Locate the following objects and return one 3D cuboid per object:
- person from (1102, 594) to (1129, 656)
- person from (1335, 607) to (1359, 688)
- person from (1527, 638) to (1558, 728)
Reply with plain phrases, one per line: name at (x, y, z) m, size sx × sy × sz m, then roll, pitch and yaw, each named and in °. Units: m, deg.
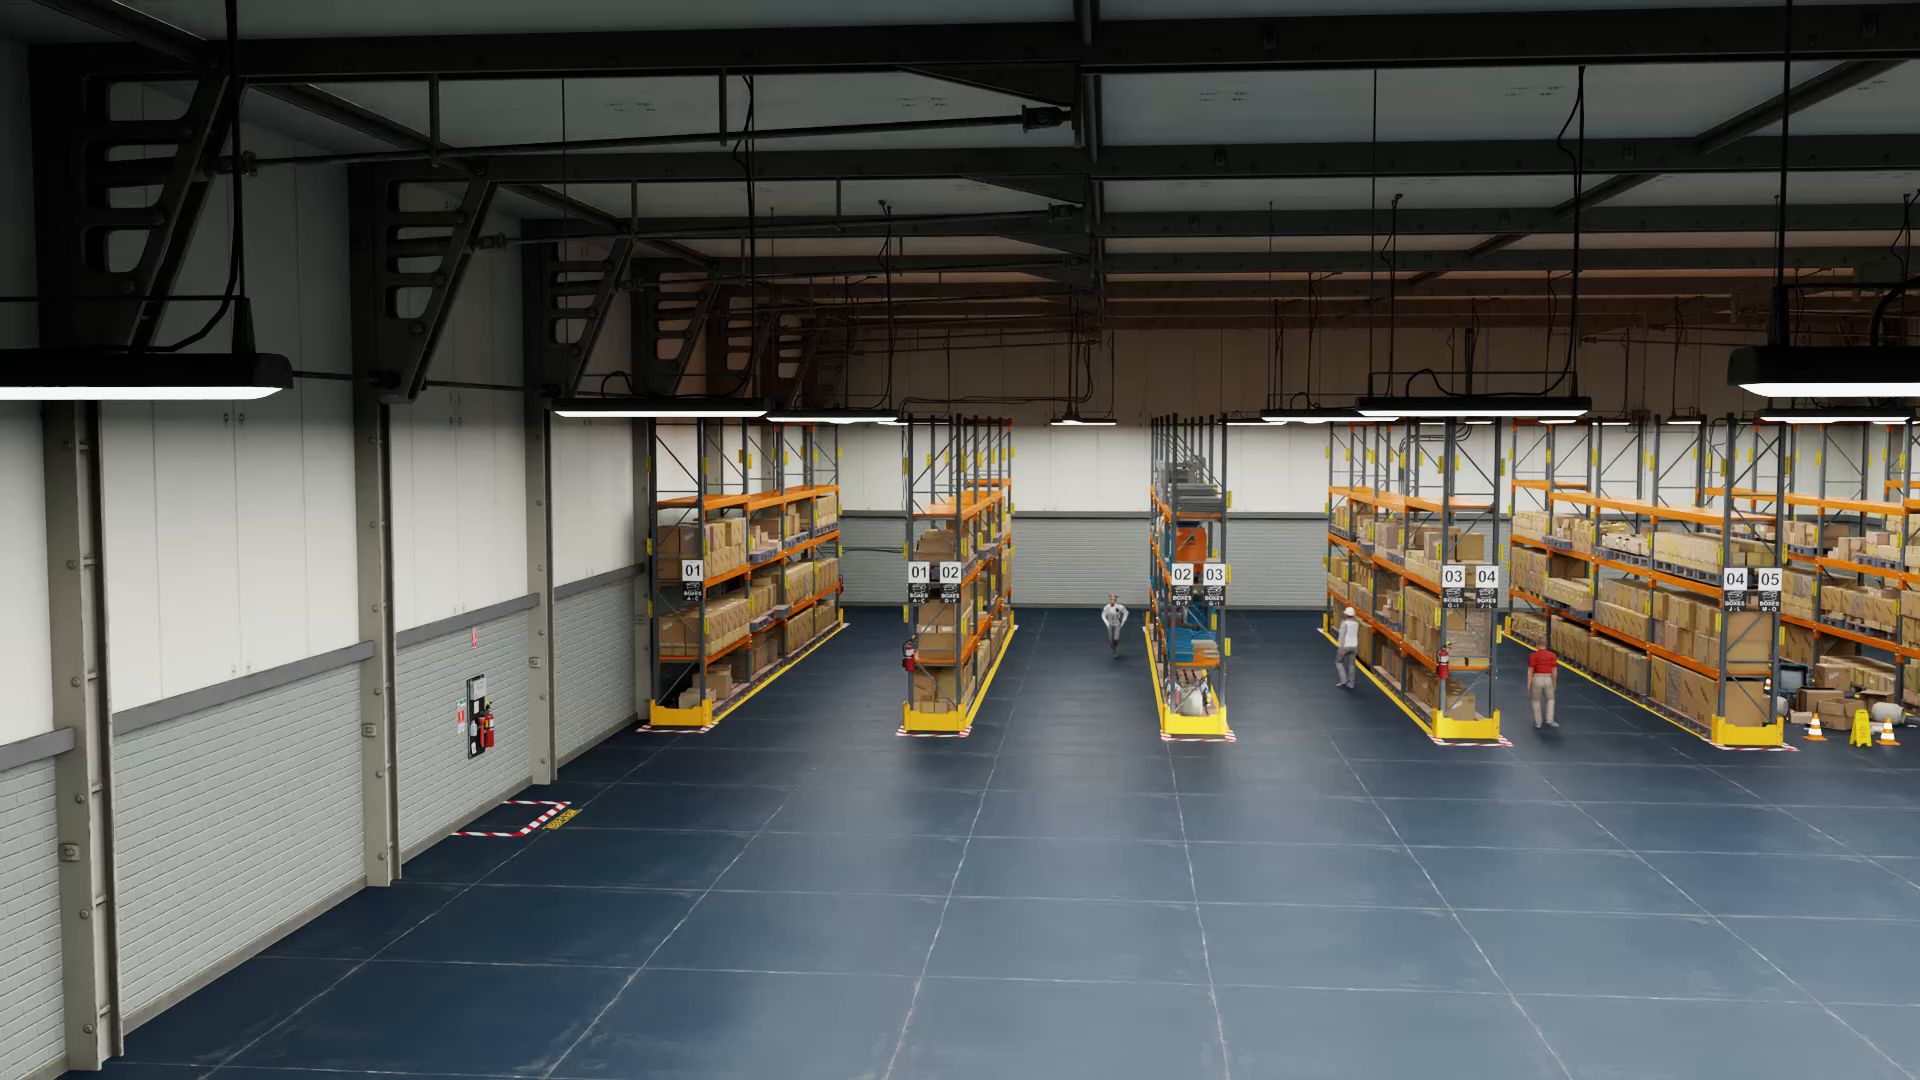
person at (3.875, 2.130, 41.534) m, size 0.656 × 1.608 × 0.697 m, roll 1°, pitch 4°, yaw 16°
person at (8.569, 2.377, 36.600) m, size 0.533 × 1.787 × 0.521 m, roll -1°, pitch 4°, yaw -12°
person at (11.111, 2.732, 31.719) m, size 0.573 × 1.722 × 0.565 m, roll 0°, pitch 4°, yaw 4°
